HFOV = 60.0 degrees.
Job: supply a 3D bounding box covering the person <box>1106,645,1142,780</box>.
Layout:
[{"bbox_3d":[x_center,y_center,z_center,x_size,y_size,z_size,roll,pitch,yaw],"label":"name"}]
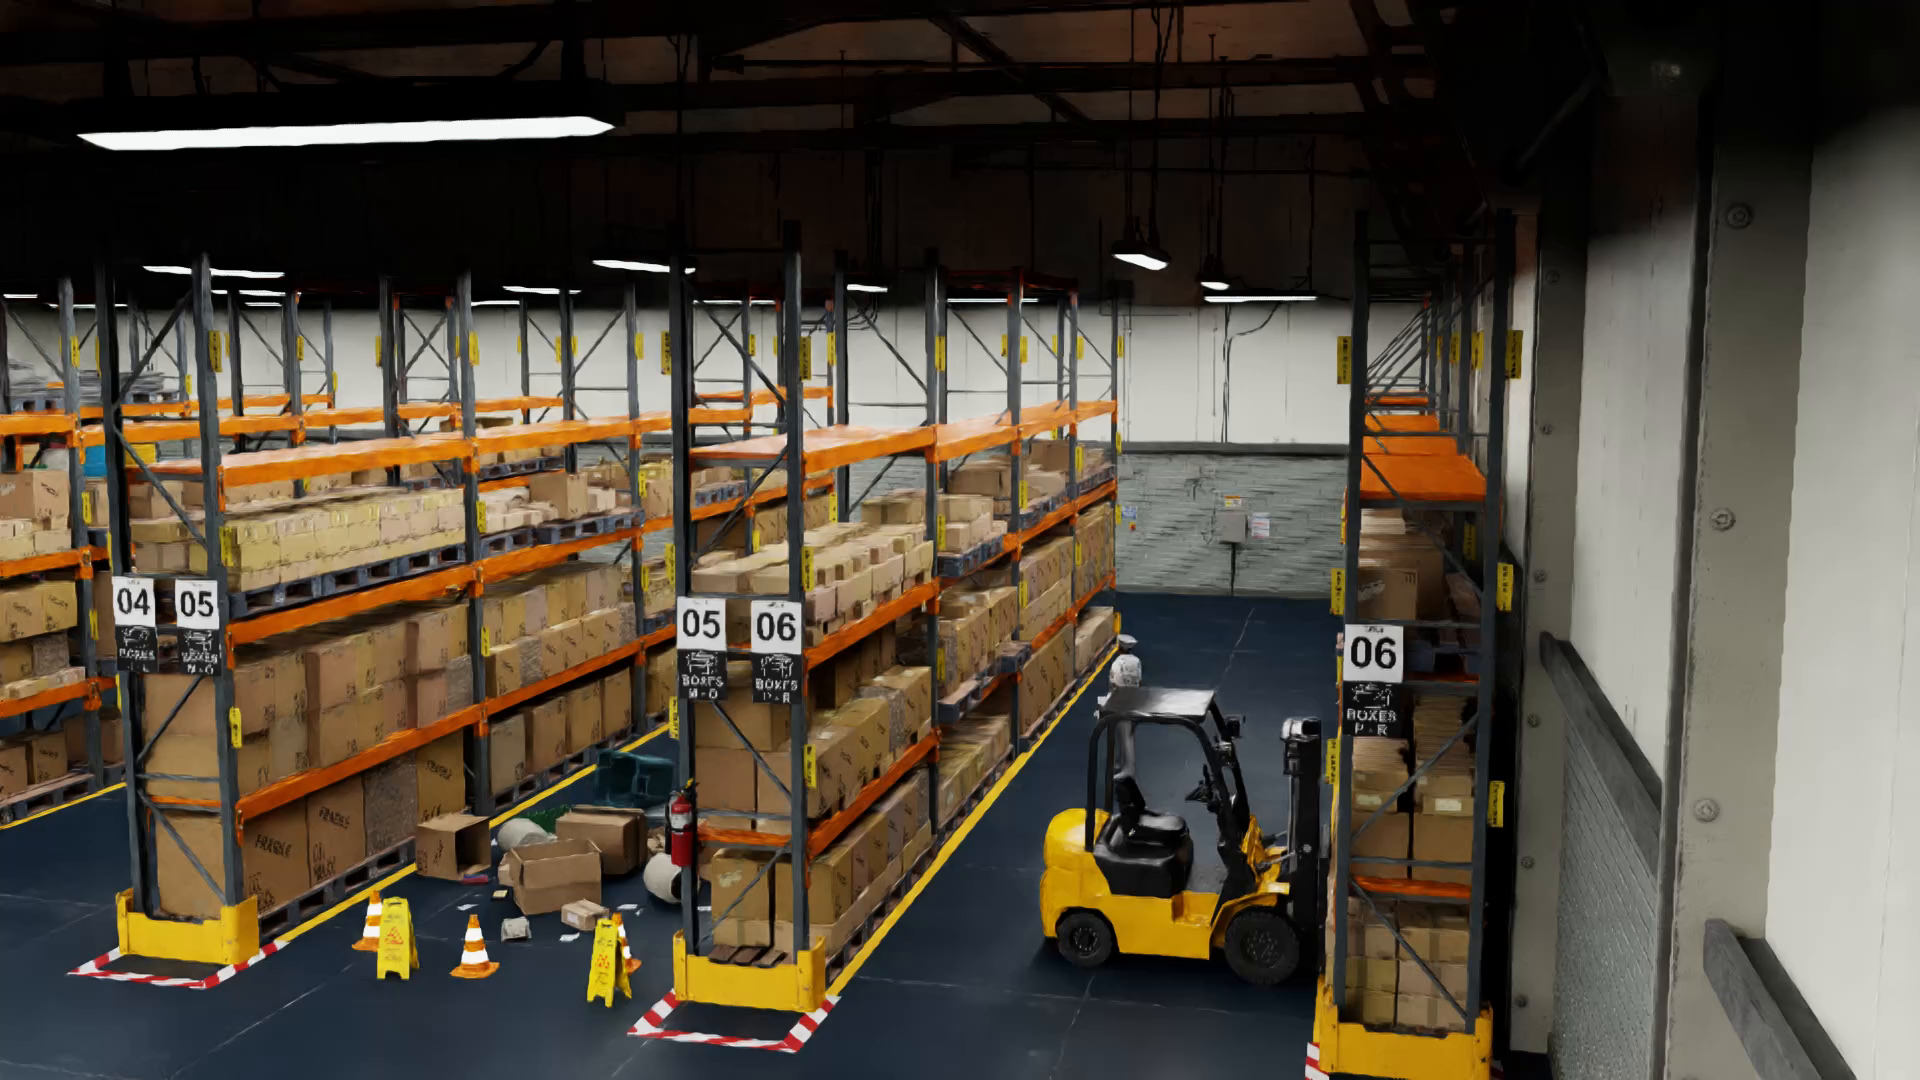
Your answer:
[{"bbox_3d":[1.933,1.948,19.607,0.551,1.653,0.574,7,10,44],"label":"person"}]
